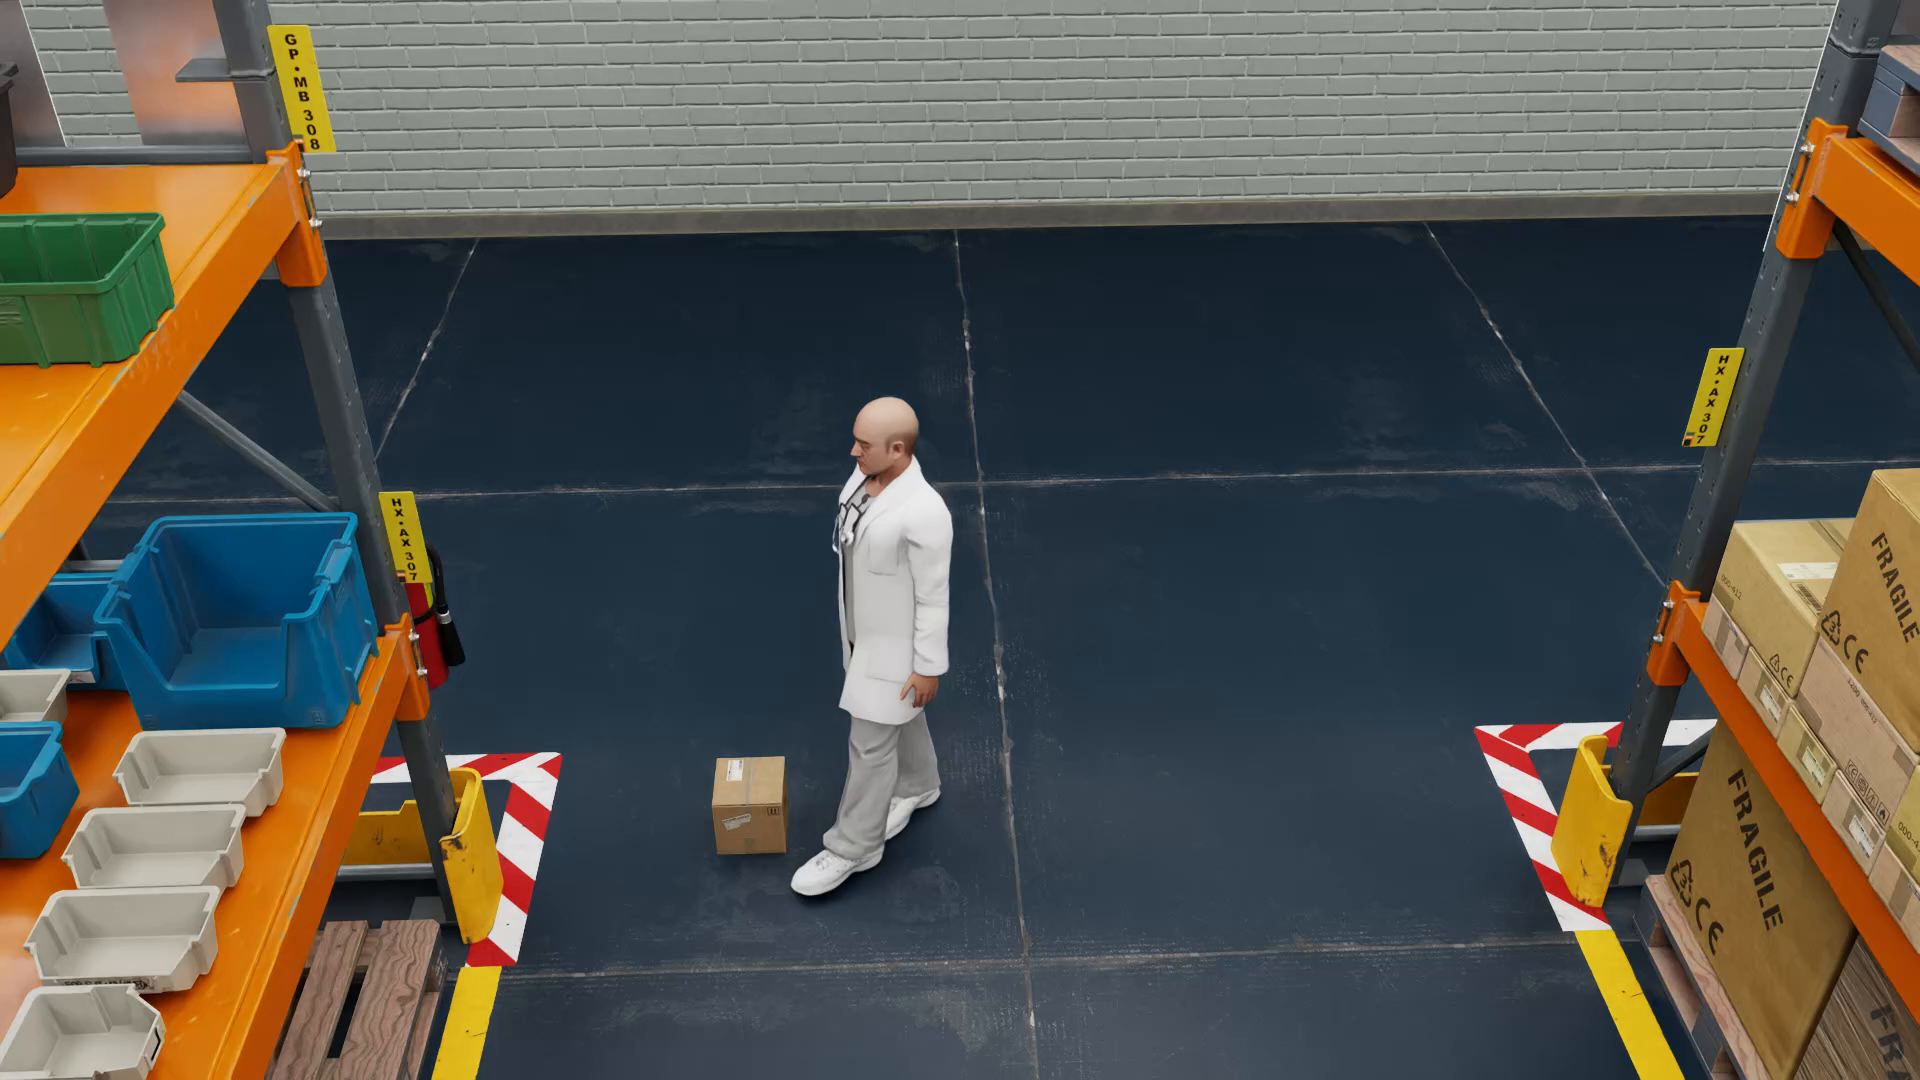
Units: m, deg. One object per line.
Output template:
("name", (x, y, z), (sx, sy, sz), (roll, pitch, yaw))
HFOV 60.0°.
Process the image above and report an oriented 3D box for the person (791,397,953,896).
("person", (-0.364, 0.352, 5.636), (0.702, 1.778, 0.625), (-16, 38, -21))
